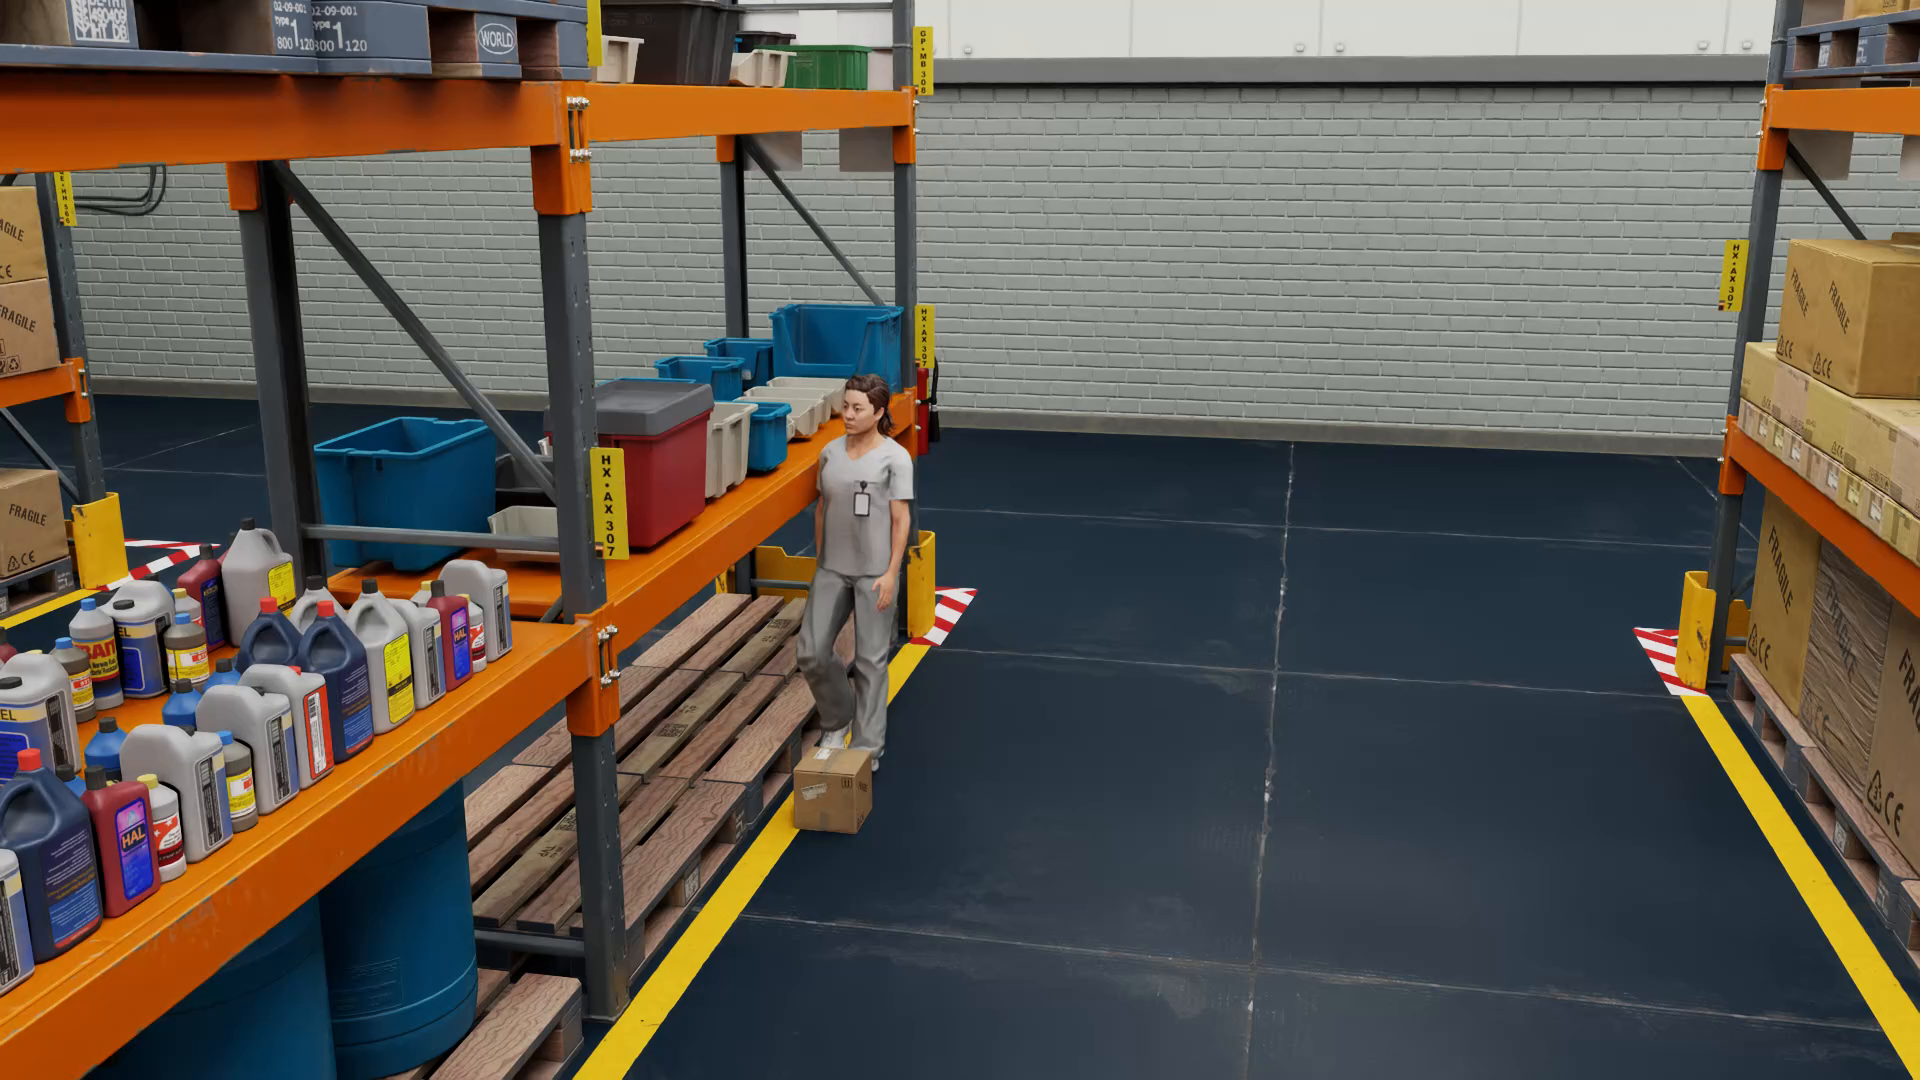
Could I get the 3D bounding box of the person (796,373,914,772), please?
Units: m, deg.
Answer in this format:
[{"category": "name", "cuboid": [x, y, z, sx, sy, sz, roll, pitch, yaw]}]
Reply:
[{"category": "person", "cuboid": [-0.432, 0.175, 6.869, 0.464, 1.659, 0.539, 6, 16, 21]}]
